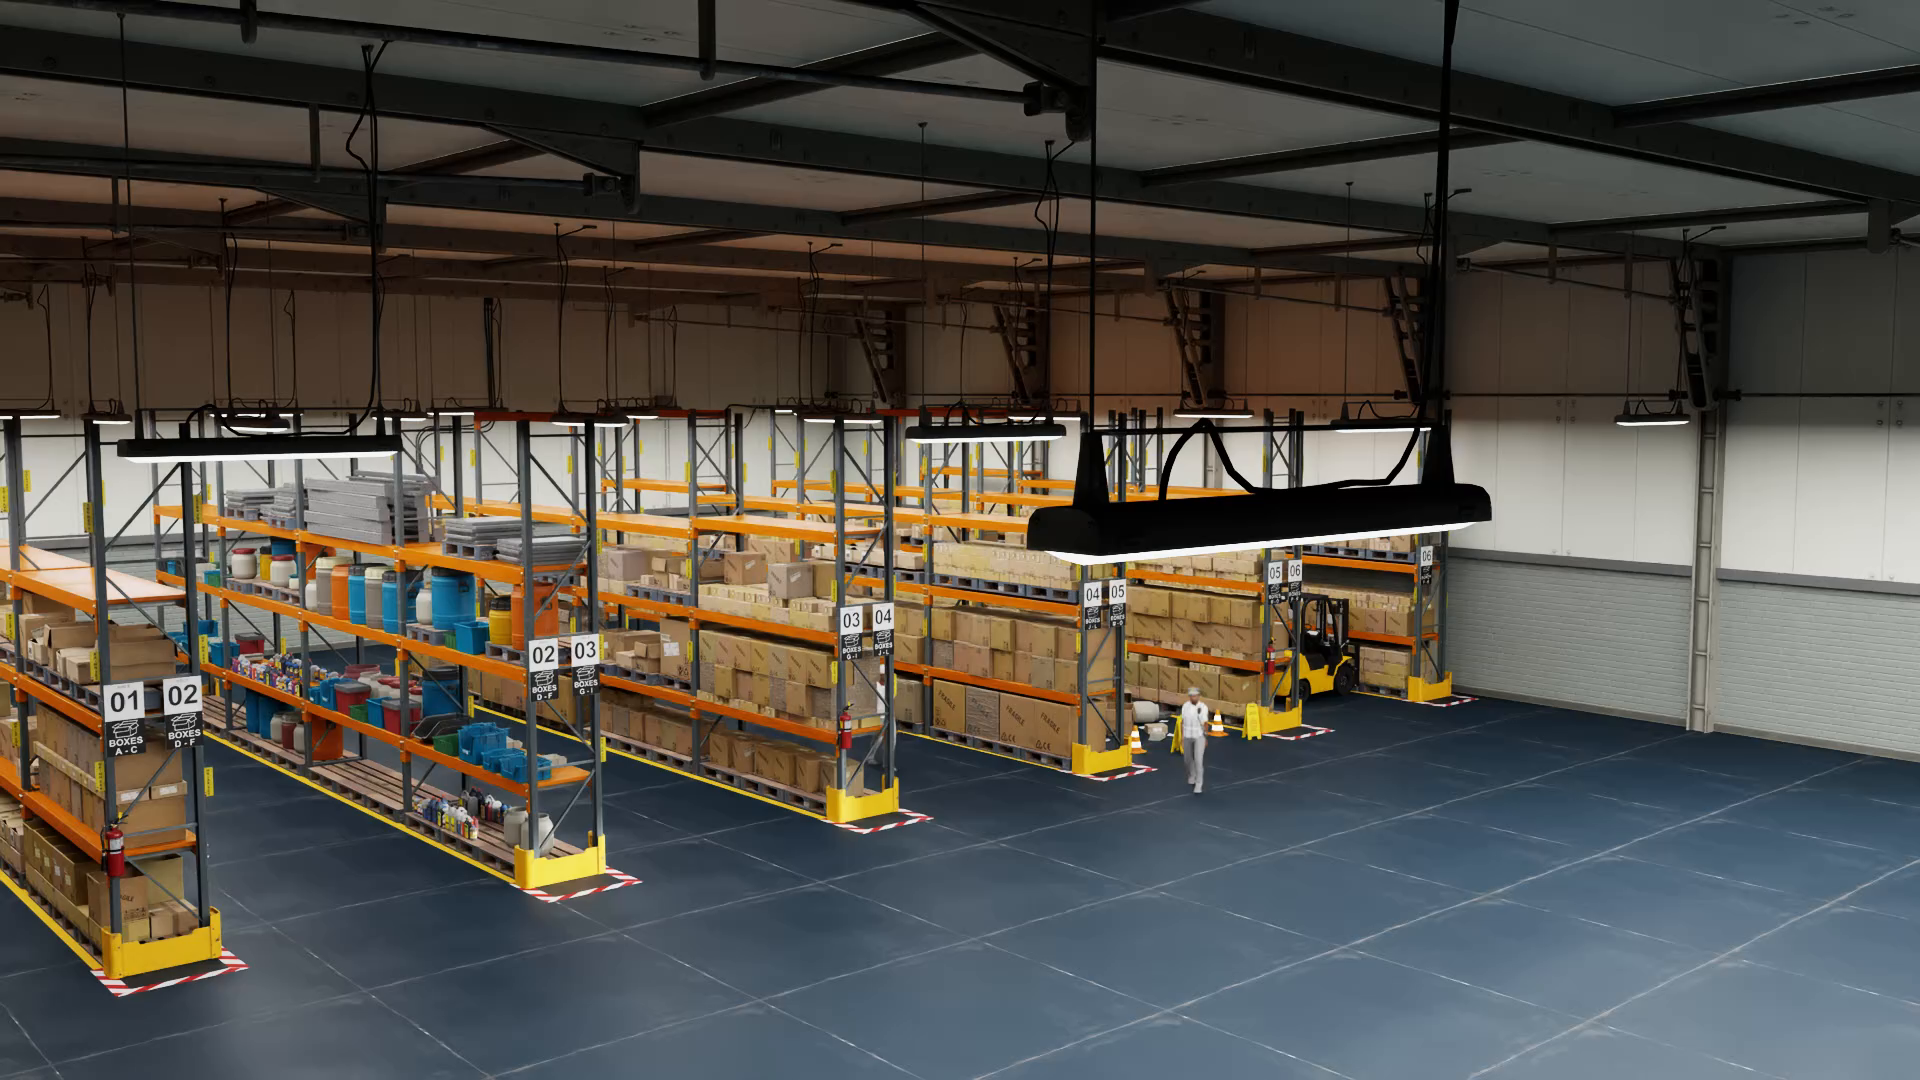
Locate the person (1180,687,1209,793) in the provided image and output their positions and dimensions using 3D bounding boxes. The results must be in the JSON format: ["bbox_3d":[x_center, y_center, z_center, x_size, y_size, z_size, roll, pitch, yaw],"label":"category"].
[{"bbox_3d":[3.767,3.157,26.656,0.431,1.655,0.781,2,6,26],"label":"person"}]

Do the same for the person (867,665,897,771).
[{"bbox_3d":[-1.302,3.009,28.170,0.656,1.786,0.667,-5,7,-44],"label":"person"}]
